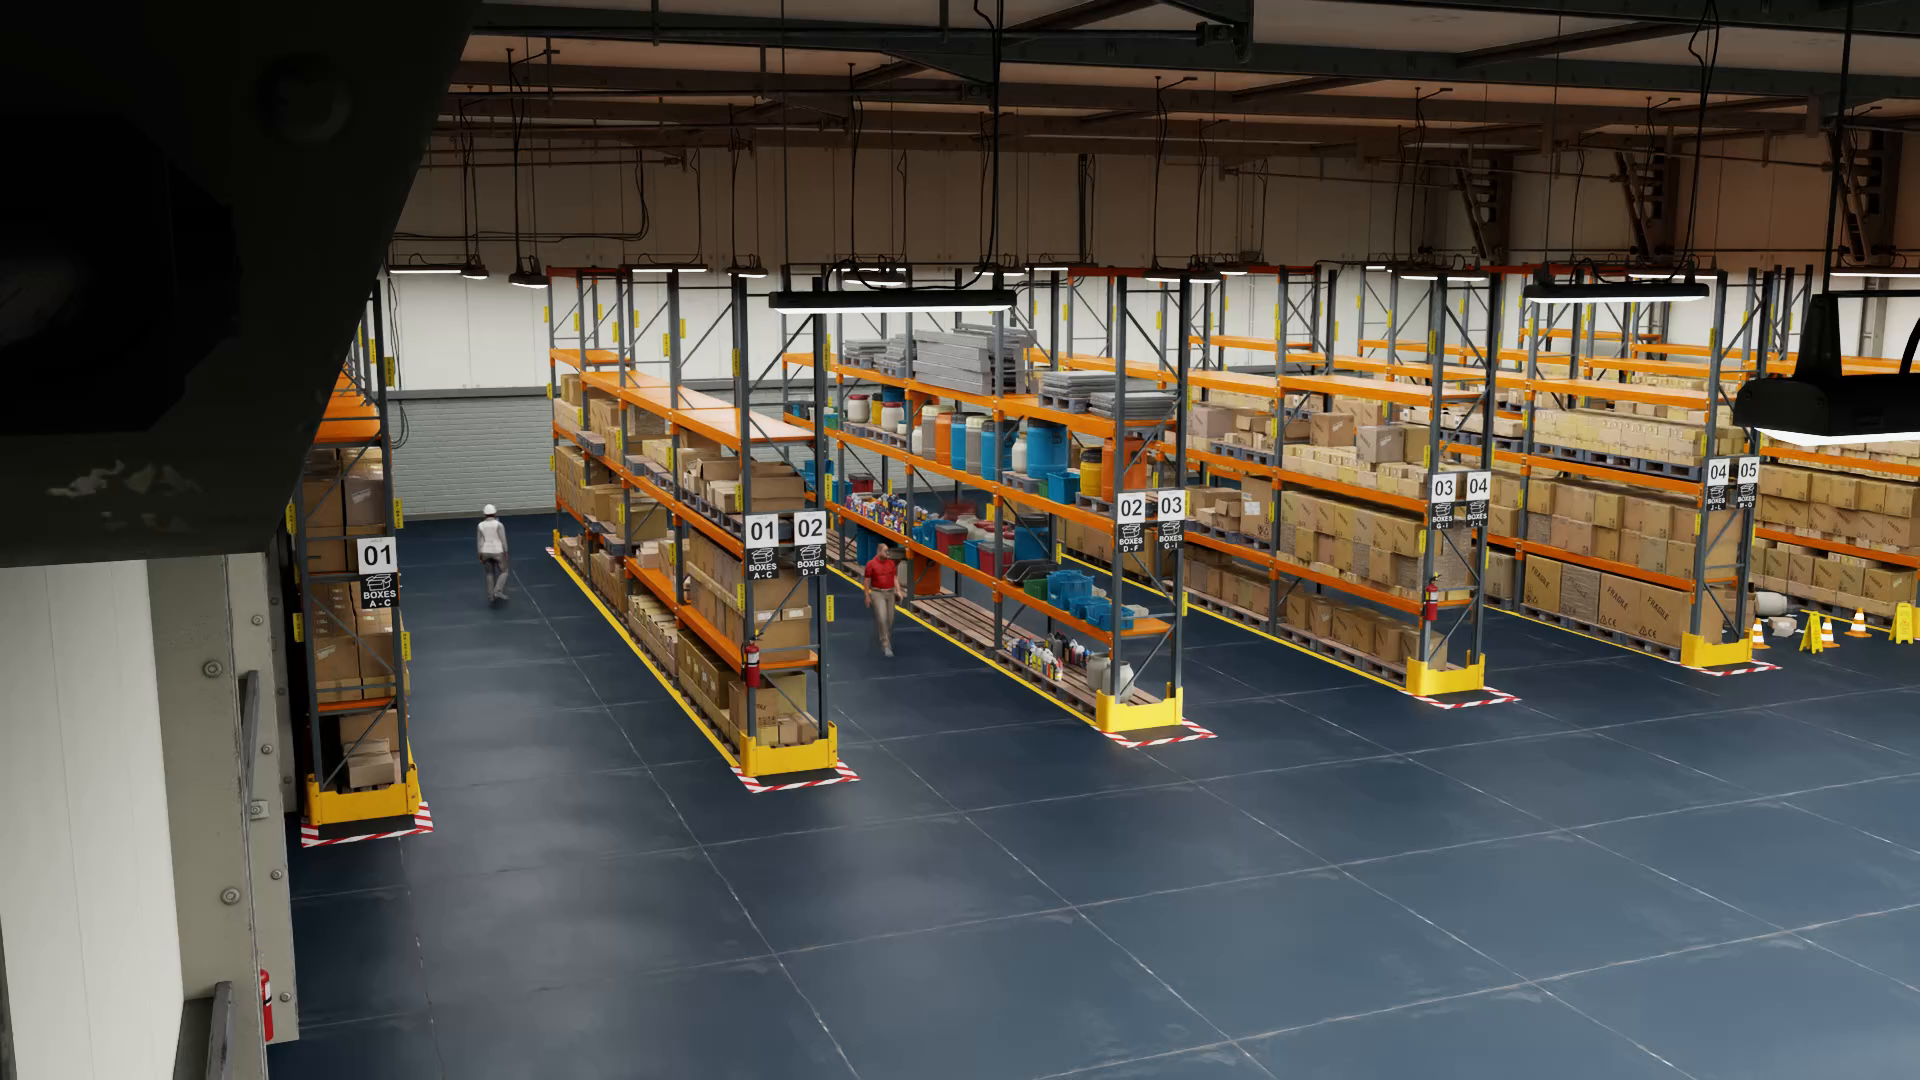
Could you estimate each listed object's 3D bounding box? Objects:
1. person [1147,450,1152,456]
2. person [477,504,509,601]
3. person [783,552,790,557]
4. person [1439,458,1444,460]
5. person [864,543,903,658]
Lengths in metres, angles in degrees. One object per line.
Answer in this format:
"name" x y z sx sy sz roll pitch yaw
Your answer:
"person" 4.475 -1.326 39.461 0.513 1.605 1.072 -2 10 -11
"person" -8.493 0.239 30.195 0.566 1.775 0.498 2 10 9
"person" -3.318 -0.166 32.736 0.490 1.555 0.892 -2 10 -10
"person" 10.684 -0.923 36.749 0.537 1.766 0.548 -9 13 -42
"person" -1.141 0.938 26.392 0.559 1.737 0.730 -7 12 -36
